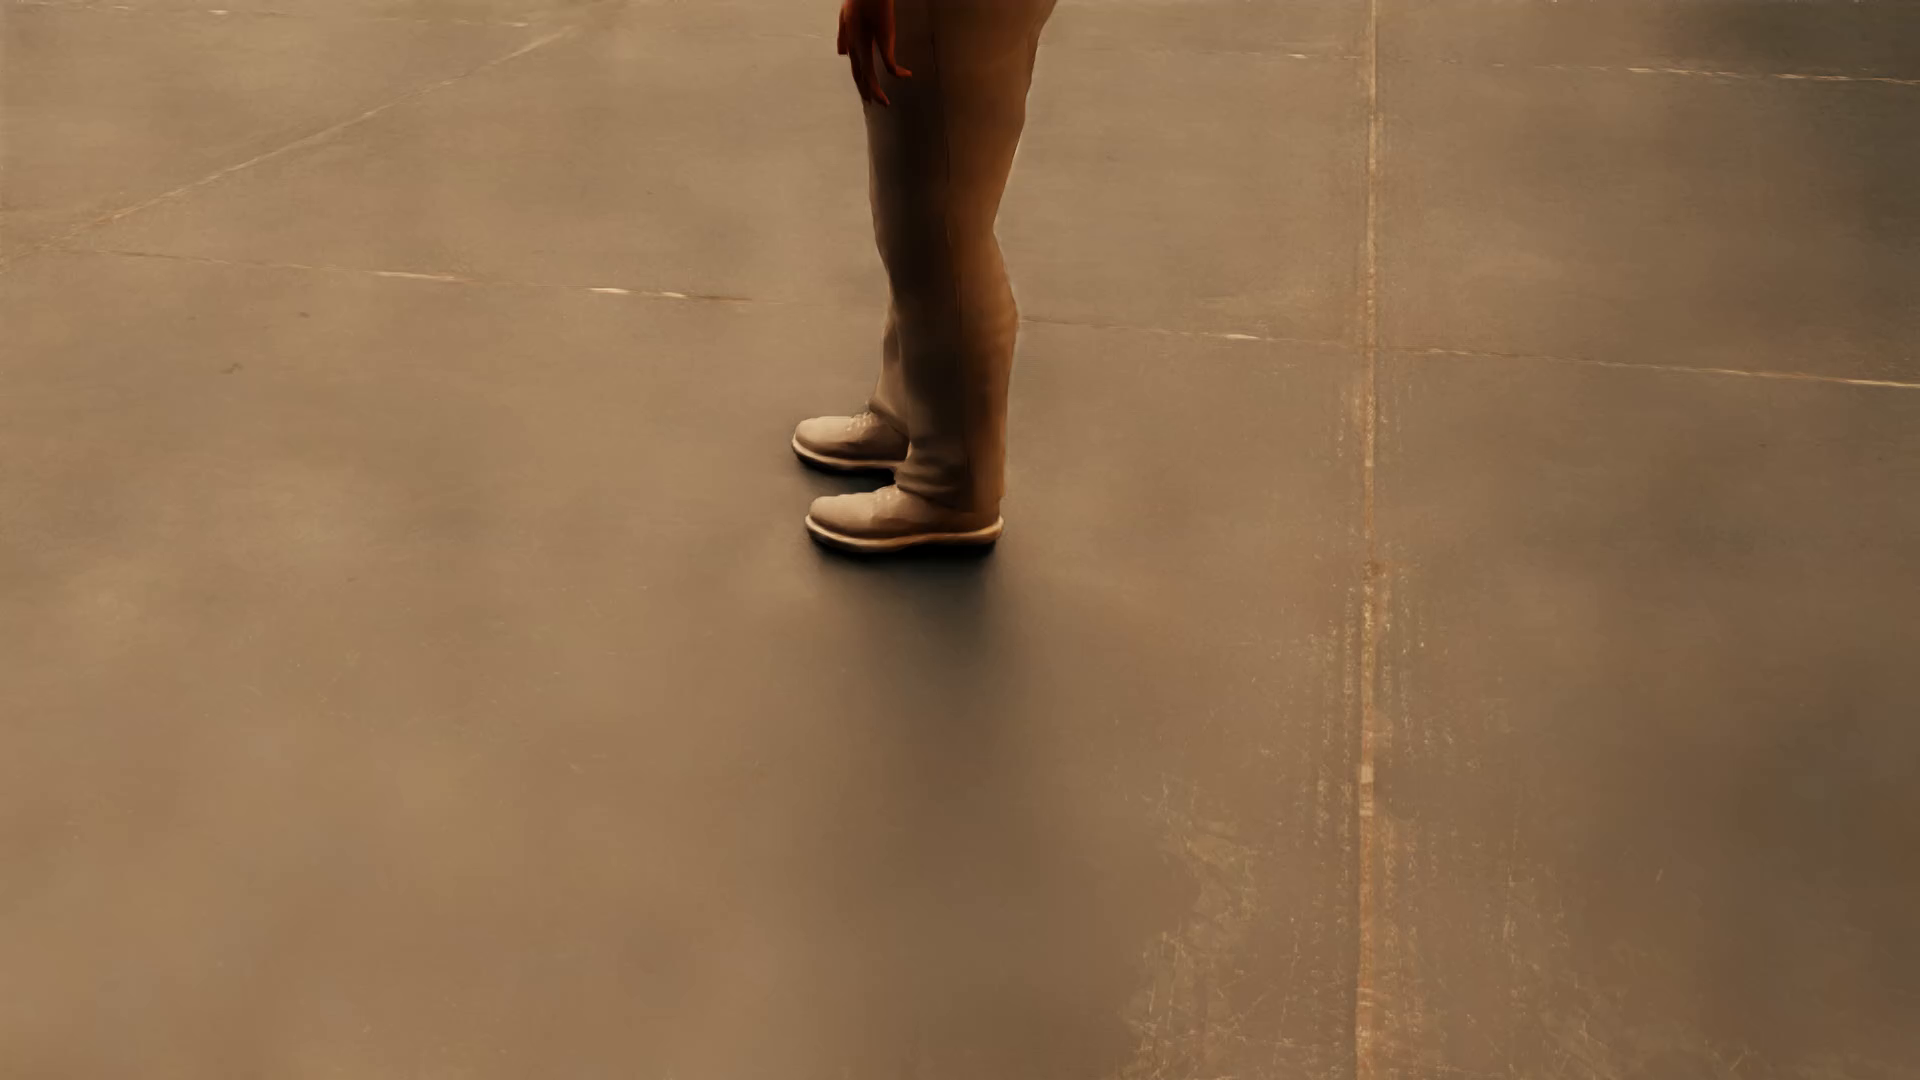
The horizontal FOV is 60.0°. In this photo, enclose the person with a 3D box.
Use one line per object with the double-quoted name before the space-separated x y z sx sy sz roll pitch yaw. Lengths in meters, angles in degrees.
"person" -0.069 -0.779 2.147 0.529 1.695 0.570 6 27 11
